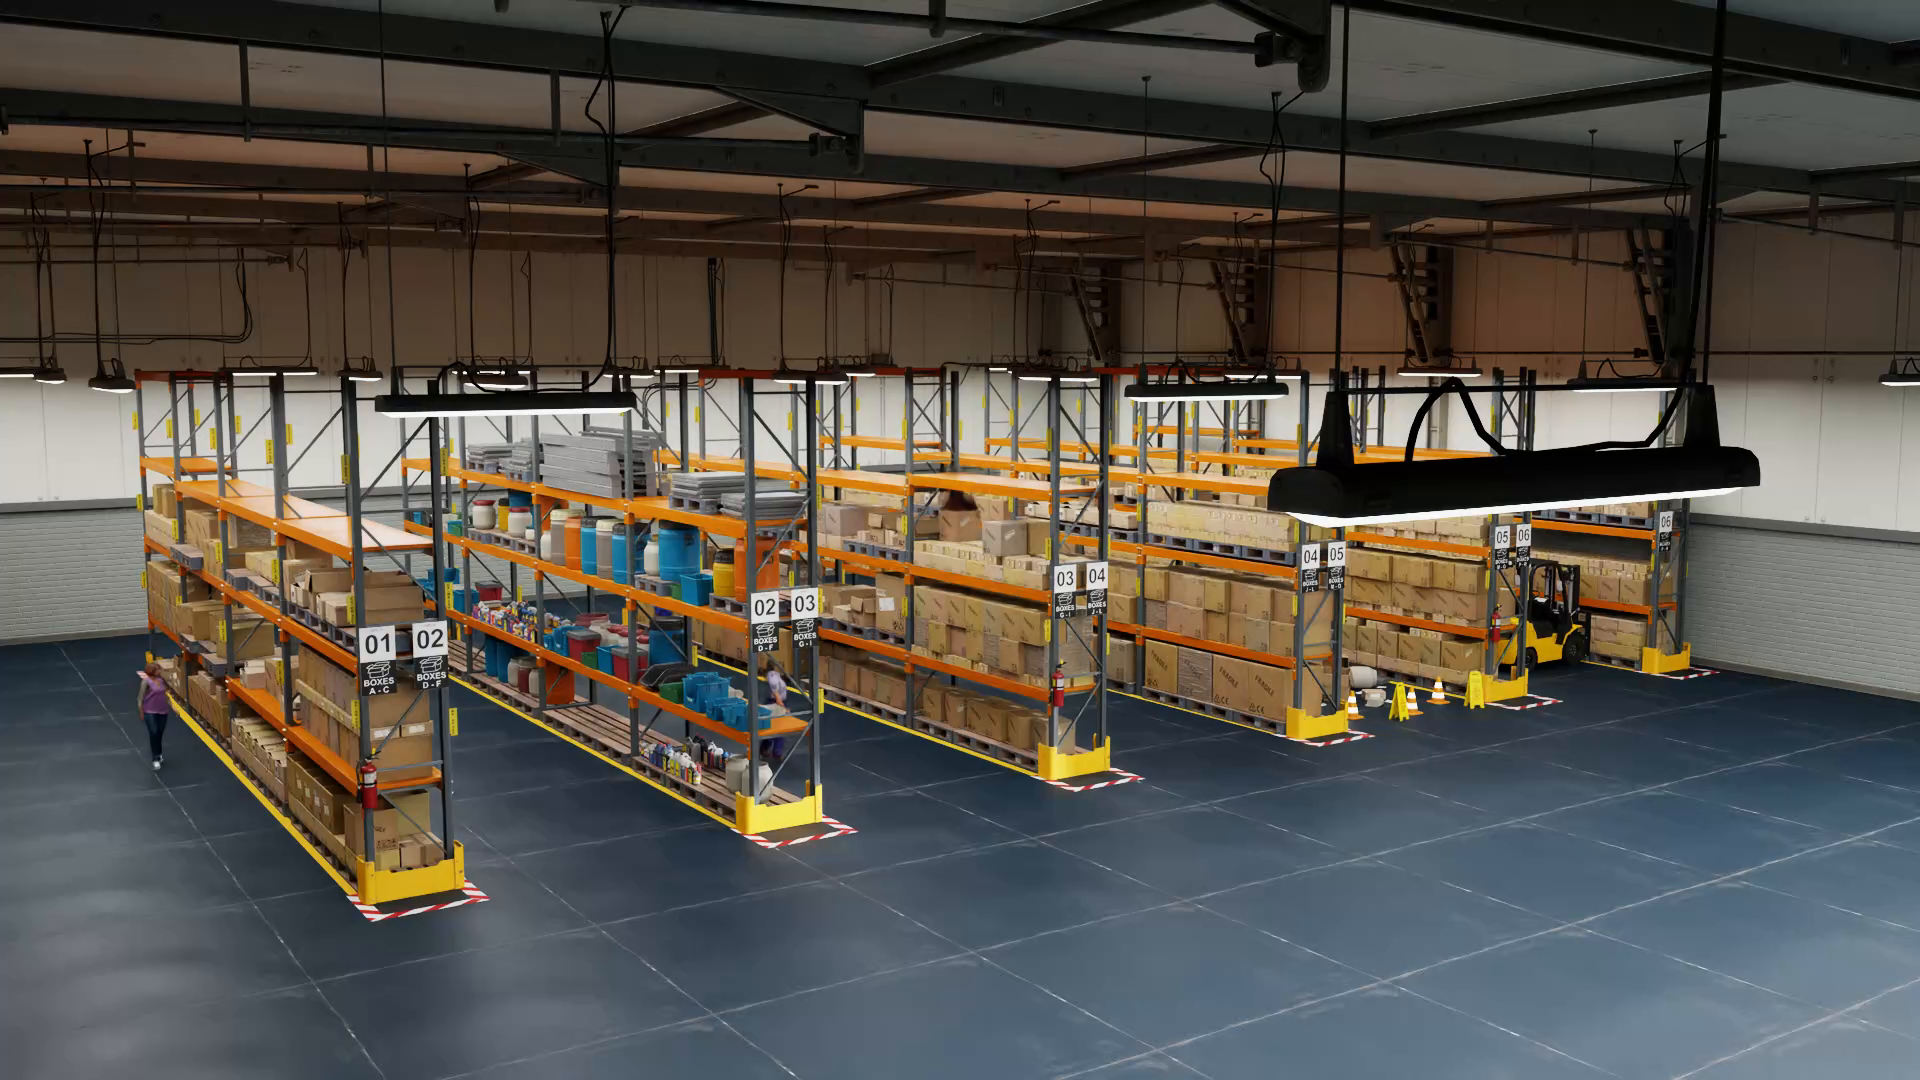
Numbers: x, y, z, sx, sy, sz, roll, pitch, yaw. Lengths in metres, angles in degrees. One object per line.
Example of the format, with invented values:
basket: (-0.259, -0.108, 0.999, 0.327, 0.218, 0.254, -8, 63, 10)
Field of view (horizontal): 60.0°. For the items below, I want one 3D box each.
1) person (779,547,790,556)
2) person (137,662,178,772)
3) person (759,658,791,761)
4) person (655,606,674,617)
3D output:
person: (-4.447, 0.831, 41.025, 0.897, 1.754, 0.747, -4, 8, -34)
person: (-12.284, 2.672, 25.446, 0.541, 1.620, 0.695, -5, 8, -39)
person: (-2.860, 2.631, 25.810, 0.647, 1.643, 0.501, 2, 7, 16)
person: (-5.935, 1.753, 33.503, 0.467, 1.610, 0.928, -3, 7, -27)
